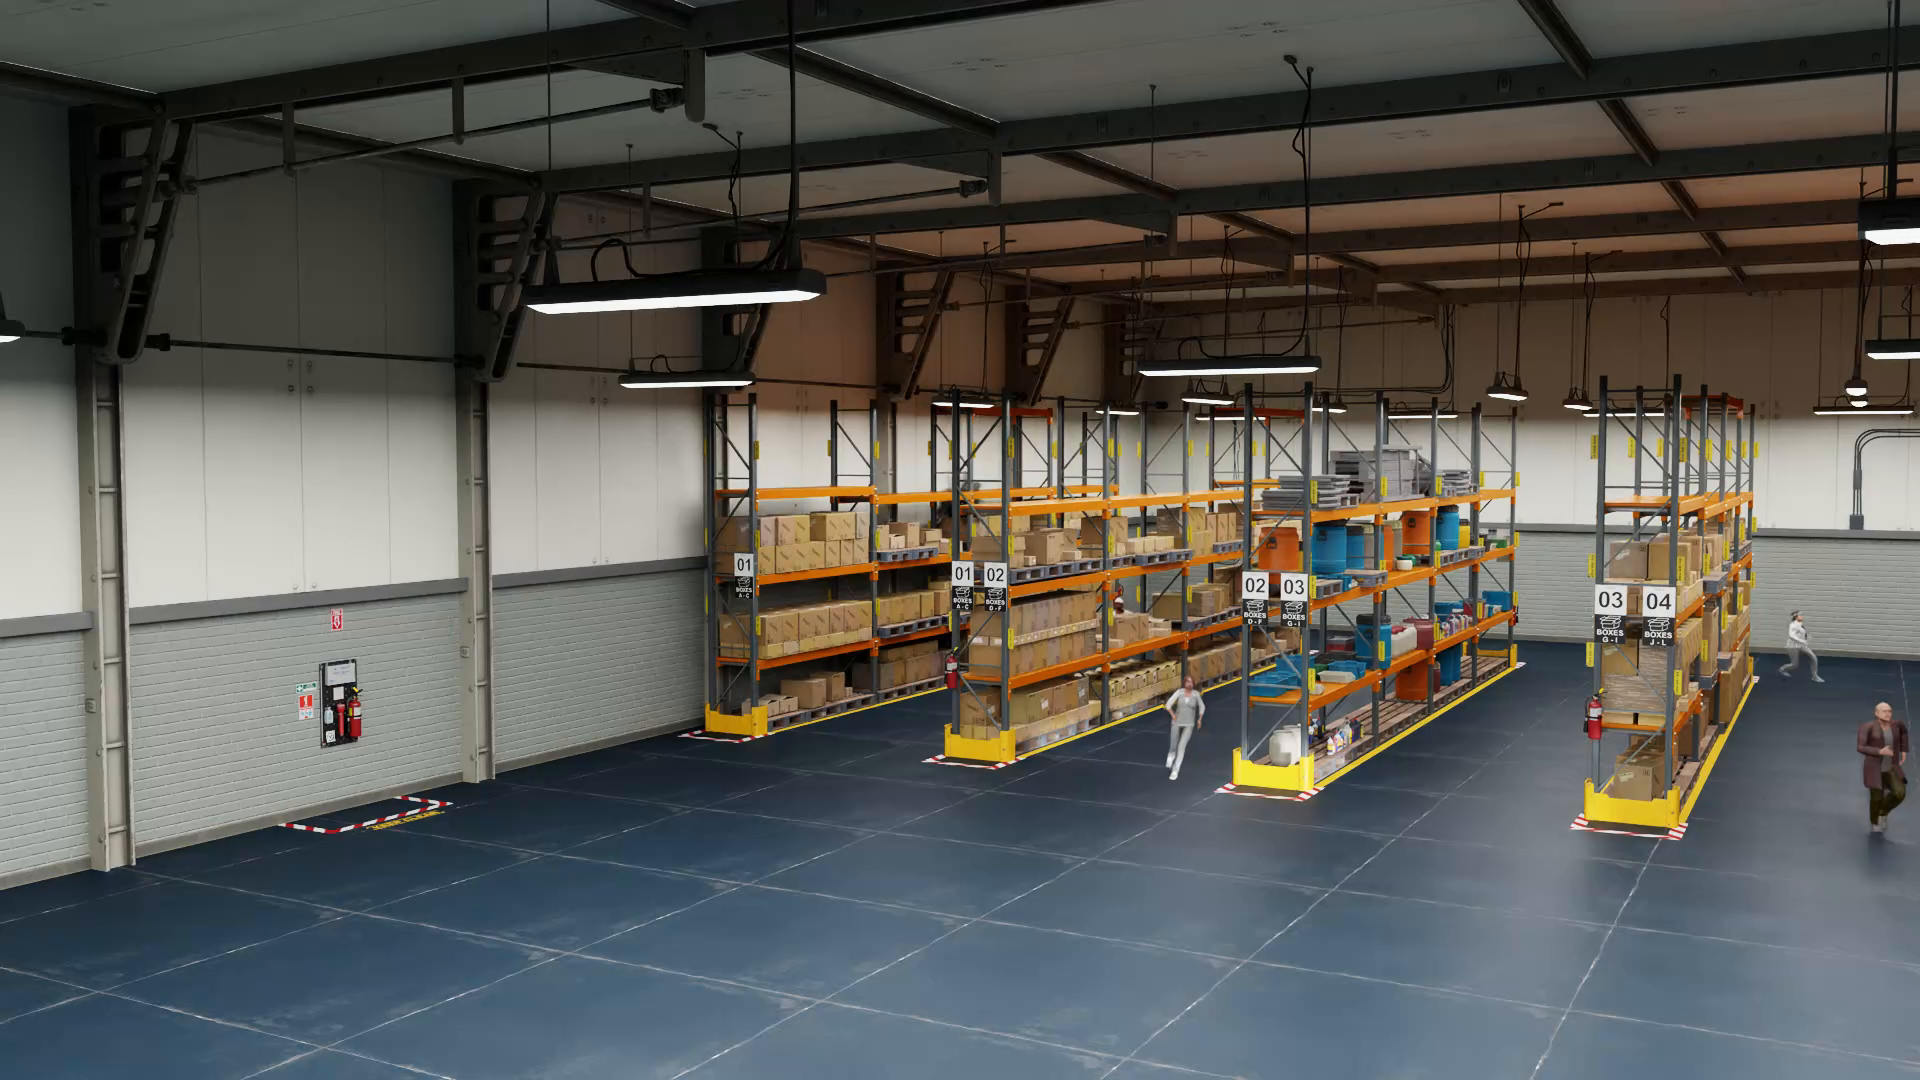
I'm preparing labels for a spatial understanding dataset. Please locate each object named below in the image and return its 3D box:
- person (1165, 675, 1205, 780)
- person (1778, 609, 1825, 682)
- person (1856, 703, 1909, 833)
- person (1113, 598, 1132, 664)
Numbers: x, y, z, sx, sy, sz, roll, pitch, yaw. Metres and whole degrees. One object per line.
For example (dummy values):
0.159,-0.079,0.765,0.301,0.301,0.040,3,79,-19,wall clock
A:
3.447,2.842,25.483,0.601,1.552,0.822,0,3,8,person
18.195,2.279,36.118,0.654,1.560,0.943,-2,4,-29,person
11.970,2.962,21.509,0.759,1.729,0.794,0,3,5,person
3.503,2.144,36.684,0.682,1.732,0.617,1,3,23,person
